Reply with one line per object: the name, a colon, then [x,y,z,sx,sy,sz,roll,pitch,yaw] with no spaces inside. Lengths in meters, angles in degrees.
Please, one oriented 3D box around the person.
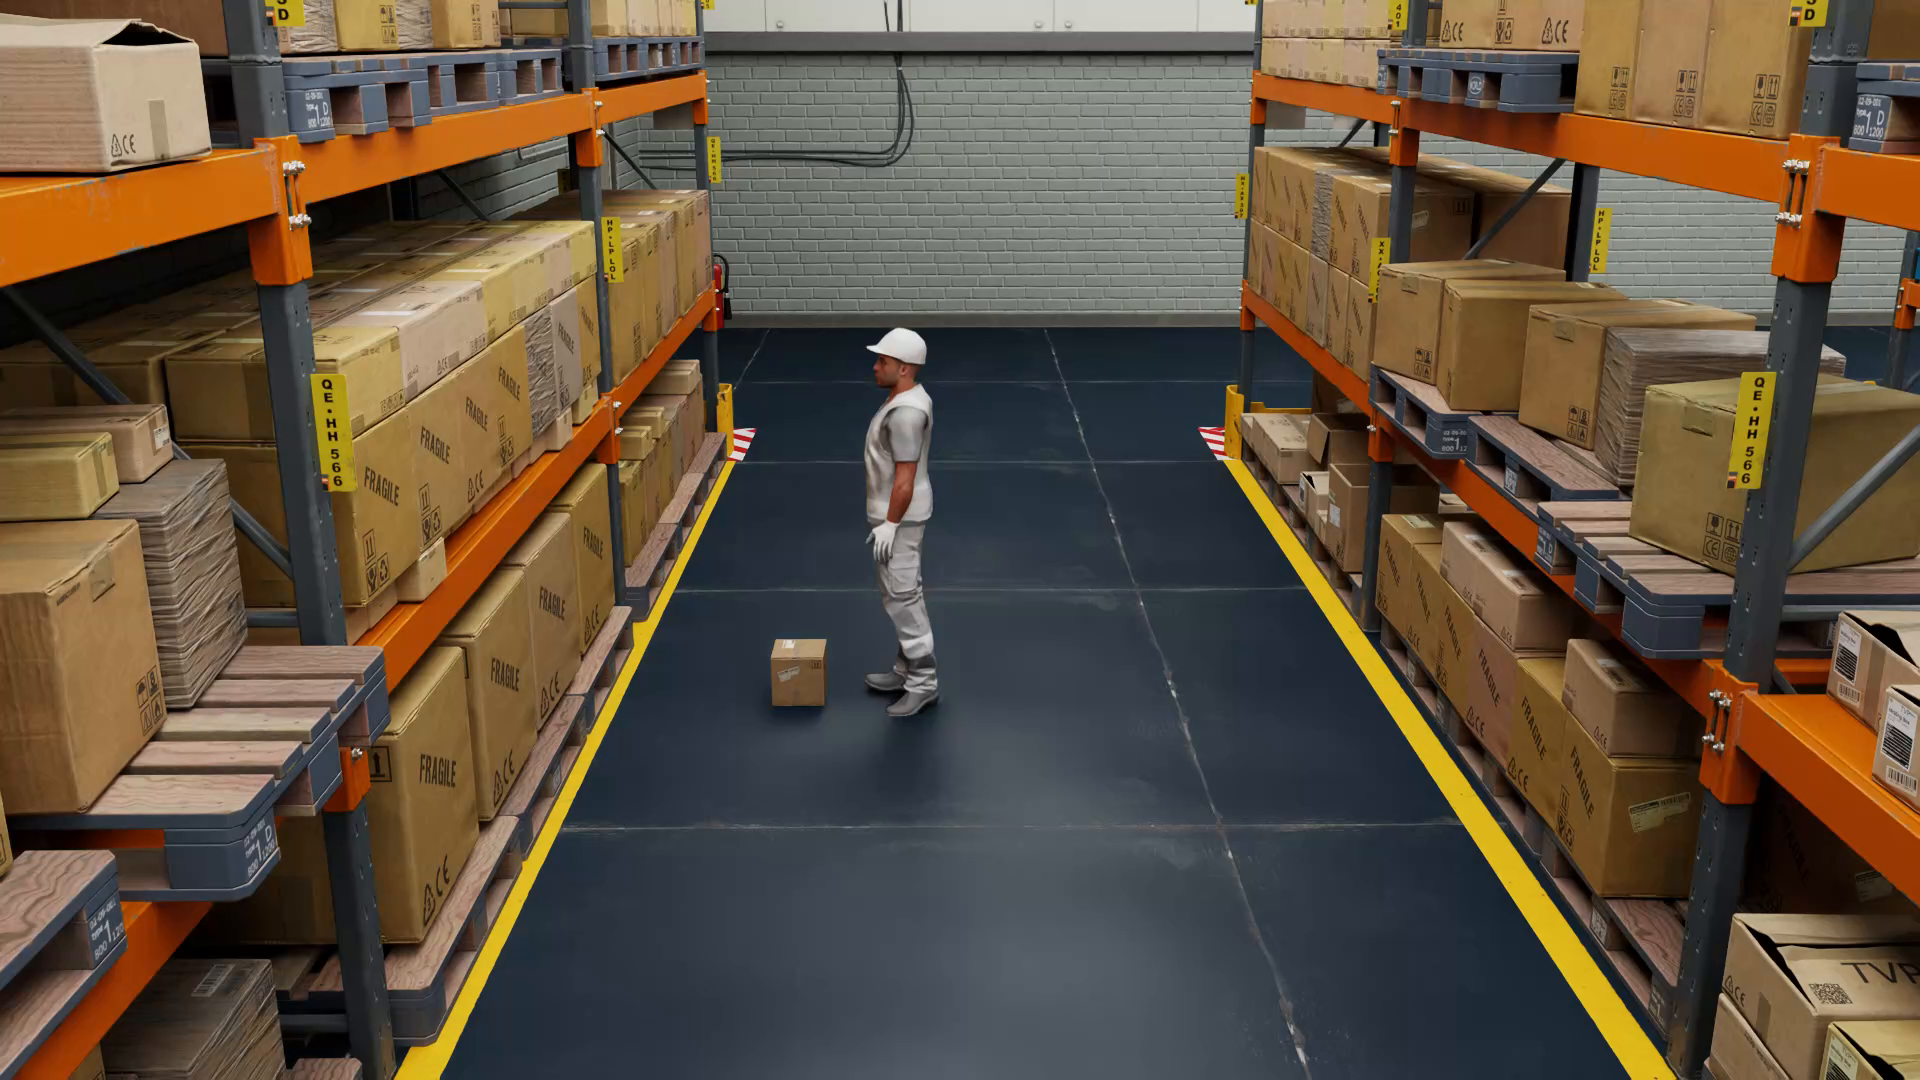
person: [-0.283,-0.089,7.807,0.371,1.814,0.535,0,17,1]
